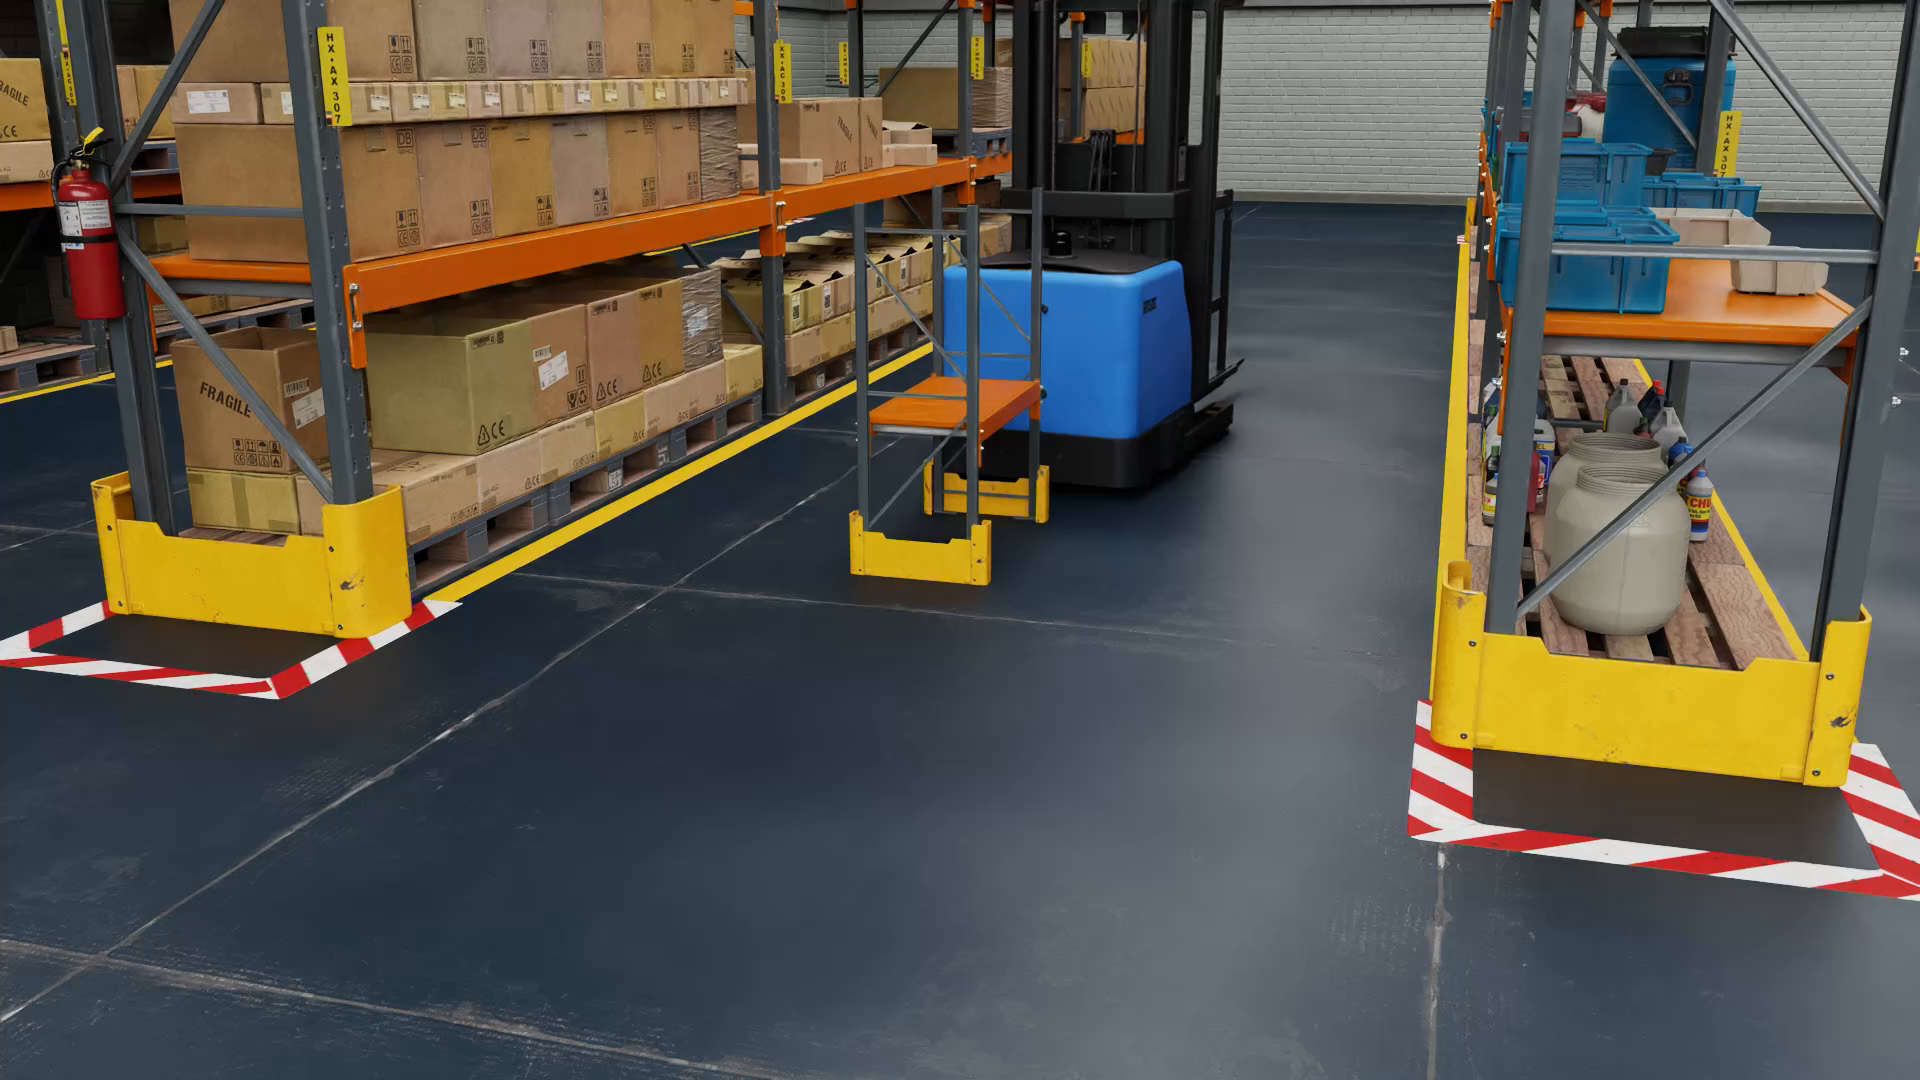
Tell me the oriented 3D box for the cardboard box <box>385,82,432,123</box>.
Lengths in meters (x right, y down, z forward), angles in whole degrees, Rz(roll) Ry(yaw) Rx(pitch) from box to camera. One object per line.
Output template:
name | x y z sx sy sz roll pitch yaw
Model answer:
cardboard box | -2.279 -1.691 6.421 0.380 0.149 0.250 4 16 14

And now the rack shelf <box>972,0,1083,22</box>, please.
rack shelf | 0.172 -4.889 14.889 1.077 0.370 4.000 5 16 16

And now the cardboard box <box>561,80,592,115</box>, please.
cardboard box | -1.914 -2.024 7.595 0.380 0.149 0.250 5 17 16

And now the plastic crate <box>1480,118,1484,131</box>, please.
plastic crate | 5.876 -4.584 18.368 0.250 0.136 0.298 5 16 16

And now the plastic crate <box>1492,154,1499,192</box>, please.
plastic crate | 3.439 -2.212 10.020 0.450 0.188 0.662 5 16 16

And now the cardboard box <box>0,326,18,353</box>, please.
cardboard box | -6.407 -1.311 10.842 0.380 0.166 0.250 2 16 9

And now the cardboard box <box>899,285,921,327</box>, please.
cardboard box | -0.601 -1.725 12.182 0.500 0.250 0.500 5 17 17

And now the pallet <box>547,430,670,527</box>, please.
pallet | -2.144 -0.355 8.195 1.003 0.211 1.213 5 16 16

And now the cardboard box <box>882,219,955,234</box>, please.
cardboard box | -0.356 -2.540 14.563 0.500 0.500 0.500 5 17 18

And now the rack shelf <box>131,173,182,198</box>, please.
rack shelf | -5.715 -2.782 12.960 1.077 0.370 4.000 5 16 16

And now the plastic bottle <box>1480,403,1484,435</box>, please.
plastic bottle | 2.675 -0.626 8.362 0.097 0.201 0.097 0 16 0

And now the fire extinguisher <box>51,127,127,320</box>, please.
fire extinguisher | -3.149 -1.143 6.005 0.296 0.674 0.183 5 16 16

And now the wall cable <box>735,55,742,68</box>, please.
wall cable | -3.416 -6.642 23.386 0.084 1.984 1.851 5 16 16

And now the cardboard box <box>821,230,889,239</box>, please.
cardboard box | -0.827 -2.303 13.194 0.500 0.311 0.500 5 17 18

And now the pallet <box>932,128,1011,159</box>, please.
pallet | -0.271 -3.359 14.026 1.213 0.211 1.003 5 16 16

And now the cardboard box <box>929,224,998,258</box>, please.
cardboard box | 0.007 -2.374 13.978 0.500 0.500 0.500 5 17 18

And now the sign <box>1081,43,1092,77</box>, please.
sign | 1.273 -4.830 16.738 0.100 0.325 0.005 5 16 16

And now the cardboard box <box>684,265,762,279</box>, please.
cardboard box | -1.551 -1.636 10.841 0.500 0.311 0.500 5 17 17

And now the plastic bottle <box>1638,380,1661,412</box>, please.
plastic bottle | 3.308 -0.583 7.937 0.144 0.351 0.185 4 16 14

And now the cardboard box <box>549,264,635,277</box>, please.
cardboard box | -2.100 -1.233 9.076 0.500 0.500 0.500 5 16 16

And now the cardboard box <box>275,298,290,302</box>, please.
cardboard box | -5.673 -2.210 13.399 0.700 0.500 0.500 5 16 16

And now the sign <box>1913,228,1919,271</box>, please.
sign | 2.604 -0.880 4.426 0.100 0.325 0.005 5 16 16

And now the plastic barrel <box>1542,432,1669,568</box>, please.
plastic barrel | 2.334 -0.105 5.991 0.421 0.512 0.421 0 16 0

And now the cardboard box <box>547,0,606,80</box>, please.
cardboard box | -2.081 -2.384 7.675 0.700 0.500 0.500 5 16 16

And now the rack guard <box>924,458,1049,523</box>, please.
rack guard | 0.120 -0.231 7.684 0.587 0.250 0.087 5 16 16

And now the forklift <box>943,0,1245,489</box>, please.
forklift | 0.920 -2.014 9.059 1.130 2.935 3.031 6 17 22

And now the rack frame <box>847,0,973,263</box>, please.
rack frame | -0.396 -3.268 13.355 1.000 3.000 0.127 5 16 16

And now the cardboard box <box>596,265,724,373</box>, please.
cardboard box | -1.609 -1.194 8.936 0.500 0.500 0.500 5 16 16

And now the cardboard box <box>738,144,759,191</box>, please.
cardboard box | -1.435 -2.282 10.152 0.500 0.250 0.500 6 17 19

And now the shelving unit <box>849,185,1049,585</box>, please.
shelving unit | -0.022 -0.702 7.054 0.587 1.500 1.083 5 16 16

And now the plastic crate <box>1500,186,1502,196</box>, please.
plastic crate | 2.559 -1.402 7.162 0.450 0.188 0.662 5 16 16

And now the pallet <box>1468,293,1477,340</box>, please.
pallet | 4.536 -1.751 13.117 1.003 0.211 1.213 5 16 16

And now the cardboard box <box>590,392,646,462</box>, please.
cardboard box | -1.876 -0.570 8.111 0.500 0.250 0.500 5 16 16

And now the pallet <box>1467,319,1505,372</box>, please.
pallet | 4.094 -1.342 11.674 1.003 0.211 1.213 5 16 16

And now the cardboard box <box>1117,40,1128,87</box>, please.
cardboard box | 1.583 -5.350 18.679 0.500 0.500 0.500 5 17 18

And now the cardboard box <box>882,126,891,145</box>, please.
cardboard box | -0.836 -3.006 12.595 0.500 0.311 0.500 4 16 15

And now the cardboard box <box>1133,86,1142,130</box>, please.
cardboard box | 1.867 -5.135 19.754 0.500 0.500 0.500 5 17 16

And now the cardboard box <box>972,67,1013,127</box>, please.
cardboard box | 0.118 -3.916 14.687 0.700 0.500 0.500 8 18 26

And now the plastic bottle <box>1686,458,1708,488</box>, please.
plastic bottle | 2.974 -0.203 6.720 0.061 0.283 0.133 5 17 17

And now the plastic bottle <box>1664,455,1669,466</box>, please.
plastic bottle | 3.105 -0.301 7.217 0.097 0.201 0.097 0 16 0

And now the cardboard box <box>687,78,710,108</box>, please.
cardboard box | -1.549 -2.361 8.784 0.380 0.149 0.250 4 16 14

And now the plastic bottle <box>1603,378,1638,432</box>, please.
plastic bottle | 3.170 -0.594 7.976 0.144 0.351 0.185 5 16 16

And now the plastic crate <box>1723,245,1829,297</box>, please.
plastic crate | 2.641 -0.873 5.392 0.298 0.136 0.250 5 16 16

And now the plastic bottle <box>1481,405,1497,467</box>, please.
plastic bottle | 2.447 -0.473 7.673 0.061 0.283 0.133 5 17 18

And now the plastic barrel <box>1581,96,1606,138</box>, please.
plastic barrel | 4.029 -2.441 10.188 0.433 0.535 0.433 0 16 0

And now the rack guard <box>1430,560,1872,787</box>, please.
rack guard | 2.055 0.389 5.043 1.175 0.500 0.348 5 16 16

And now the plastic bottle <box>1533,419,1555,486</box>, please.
plastic bottle | 2.562 -0.394 7.405 0.152 0.276 0.135 5 16 16

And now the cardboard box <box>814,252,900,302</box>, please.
cardboard box | -0.741 -1.862 11.639 0.500 0.311 0.500 5 17 17

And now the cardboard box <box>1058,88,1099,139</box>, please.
cardboard box | 1.146 -4.475 17.427 0.500 0.500 0.500 5 17 17

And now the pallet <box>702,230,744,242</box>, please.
pallet | -3.374 -3.870 20.585 1.003 0.211 1.213 5 16 16

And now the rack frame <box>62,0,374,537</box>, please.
rack frame | -2.670 -1.175 5.976 1.000 3.000 0.127 5 16 16

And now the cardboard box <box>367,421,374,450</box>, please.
cardboard box | -2.670 -0.350 7.334 0.500 0.250 0.500 5 16 16

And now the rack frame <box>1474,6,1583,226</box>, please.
rack frame | 6.625 -4.976 19.377 1.000 3.000 0.127 5 16 16

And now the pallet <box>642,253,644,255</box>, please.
pallet | -4.157 -3.149 18.044 1.003 0.211 1.213 5 16 16

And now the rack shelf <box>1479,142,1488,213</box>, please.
rack shelf | 4.920 -3.060 13.941 1.077 0.370 4.000 5 16 16

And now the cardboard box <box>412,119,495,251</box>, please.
cardboard box | -2.380 -1.482 6.875 0.700 0.500 0.500 5 17 17

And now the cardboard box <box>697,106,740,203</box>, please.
cardboard box | -1.653 -2.153 9.241 0.700 0.500 0.500 4 16 14

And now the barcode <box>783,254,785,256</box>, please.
barcode | -1.061 -1.727 9.937 0.001 0.075 0.075 5 16 16

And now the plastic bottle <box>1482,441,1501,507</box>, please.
plastic bottle | 2.278 -0.270 6.969 0.152 0.276 0.135 5 17 16
